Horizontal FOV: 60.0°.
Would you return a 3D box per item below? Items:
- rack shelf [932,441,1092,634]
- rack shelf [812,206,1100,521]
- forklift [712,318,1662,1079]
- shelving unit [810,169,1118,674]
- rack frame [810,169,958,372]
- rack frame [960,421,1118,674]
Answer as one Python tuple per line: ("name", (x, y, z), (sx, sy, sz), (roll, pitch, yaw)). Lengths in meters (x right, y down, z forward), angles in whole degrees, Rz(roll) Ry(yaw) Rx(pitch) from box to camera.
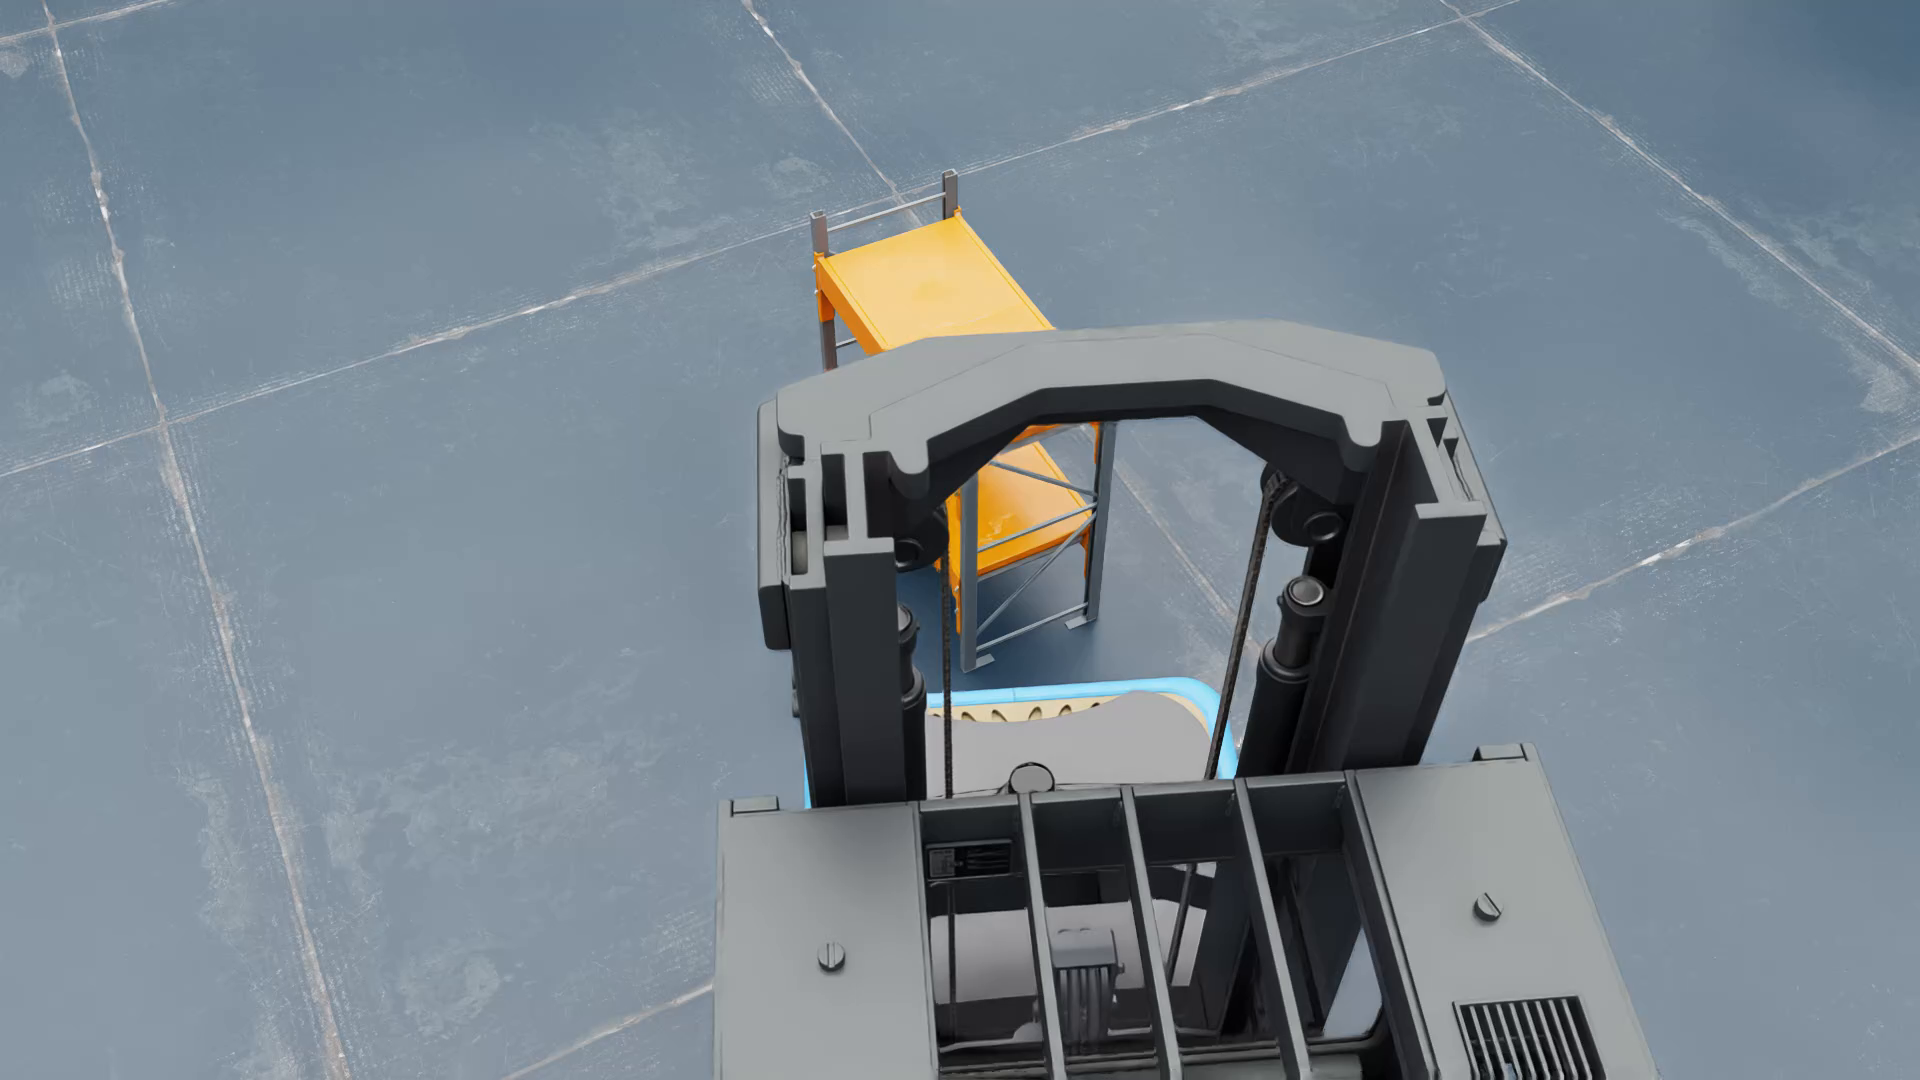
("rack shelf", (-0.003, -0.214, 5.515), (0.538, 0.278, 1.000), (-21, 52, -18))
("rack shelf", (-0.003, -0.568, 5.110), (0.538, 0.278, 1.000), (-21, 52, -18))
("forklift", (0.251, 1.208, 2.747), (1.130, 2.935, 3.031), (-4, 49, -3))
("shelving unit", (-0.003, -0.375, 5.331), (0.538, 1.125, 1.048), (-21, 52, -18))
("rack frame", (-0.236, -0.715, 5.628), (0.500, 1.125, 0.032), (-21, 52, -18))
("rack frame", (0.230, -0.035, 5.033), (0.500, 1.125, 0.032), (-21, 52, -18))
